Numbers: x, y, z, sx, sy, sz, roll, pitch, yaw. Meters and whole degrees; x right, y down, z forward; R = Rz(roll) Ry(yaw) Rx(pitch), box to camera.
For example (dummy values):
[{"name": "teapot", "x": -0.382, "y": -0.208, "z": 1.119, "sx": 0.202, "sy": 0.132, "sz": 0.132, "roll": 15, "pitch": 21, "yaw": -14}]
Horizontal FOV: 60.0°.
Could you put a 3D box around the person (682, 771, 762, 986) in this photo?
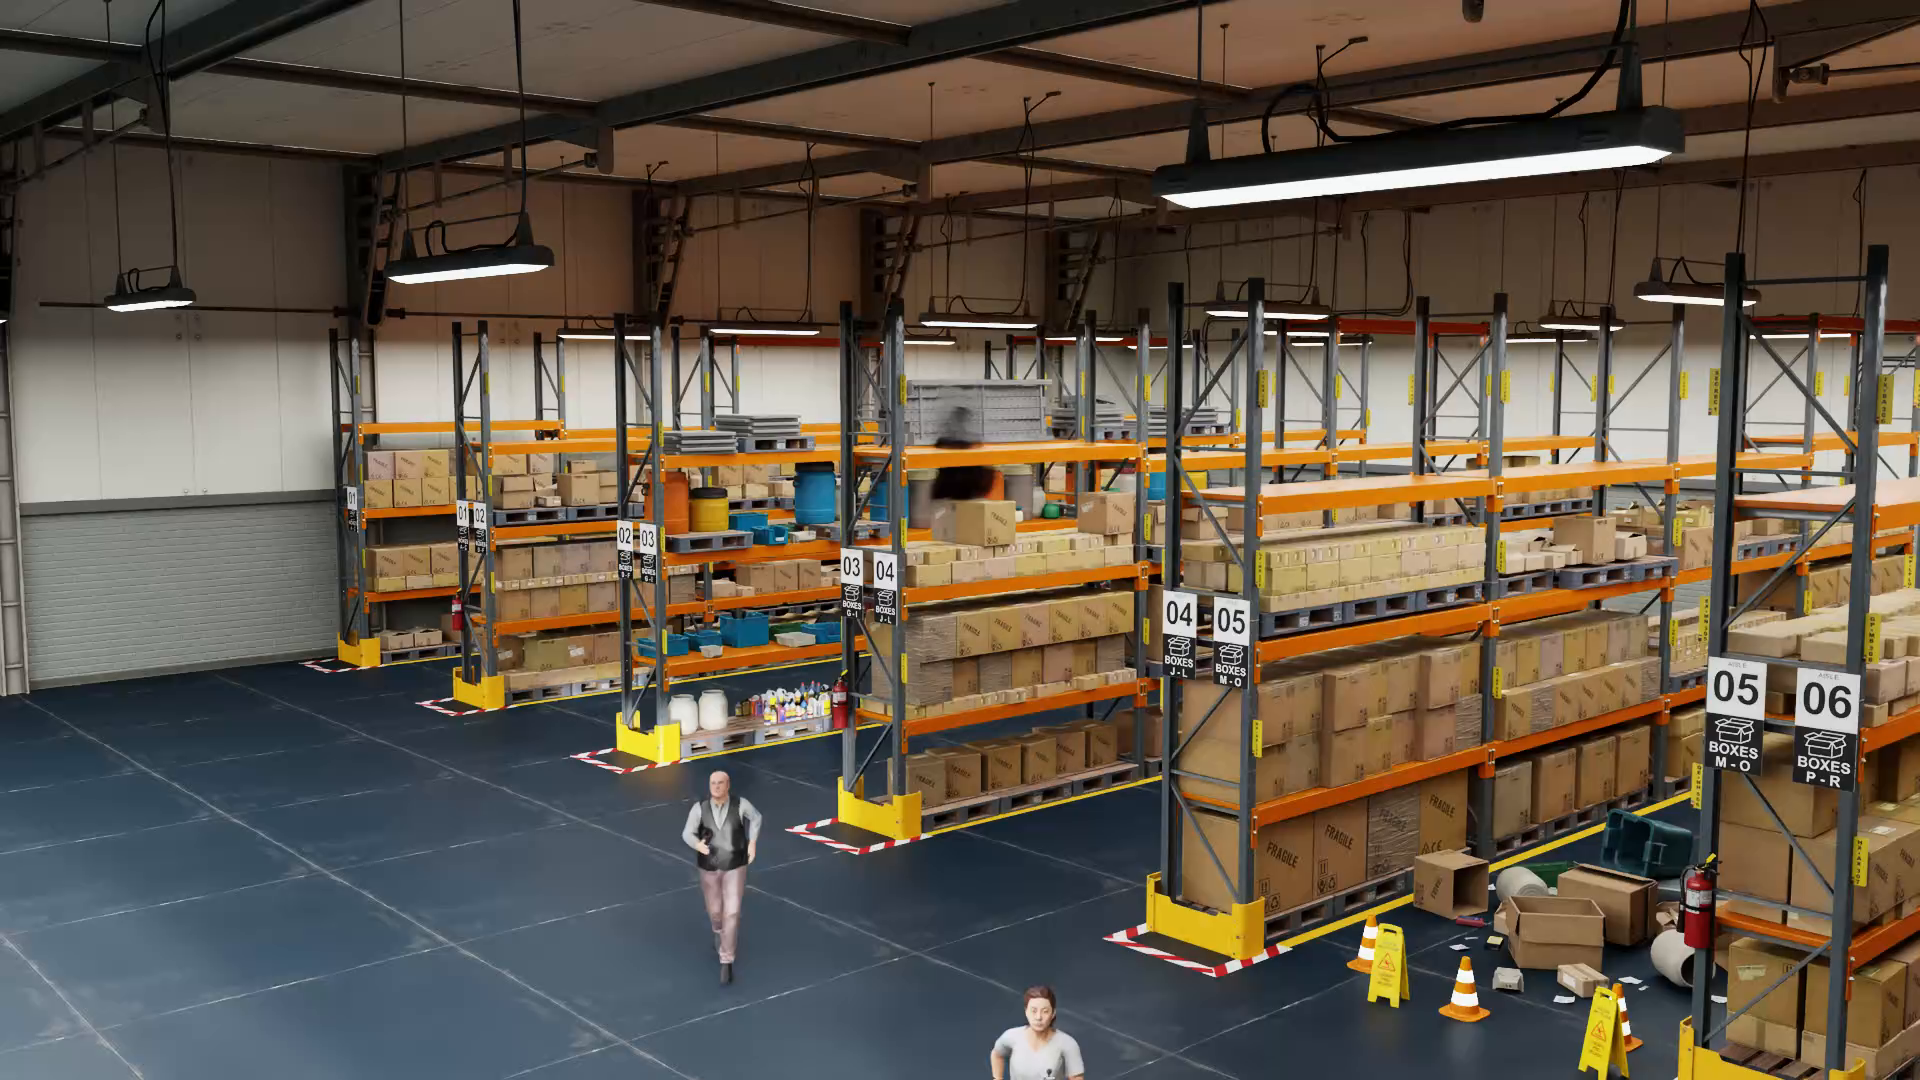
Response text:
[{"name": "person", "x": -2.079, "y": 2.878, "z": 14.497, "sx": 0.668, "sy": 1.752, "sz": 0.917, "roll": 0, "pitch": 6, "yaw": 0}]

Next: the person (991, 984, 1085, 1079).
[{"name": "person", "x": 0.444, "y": 3.382, "z": 9.520, "sx": 0.544, "sy": 1.709, "sz": 0.854, "roll": 0, "pitch": 6, "yaw": 3}]

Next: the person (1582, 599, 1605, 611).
[{"name": "person", "x": 10.048, "y": 1.686, "z": 26.351, "sx": 0.658, "sy": 1.757, "sz": 0.783, "roll": 4, "pitch": 7, "yaw": 38}]
